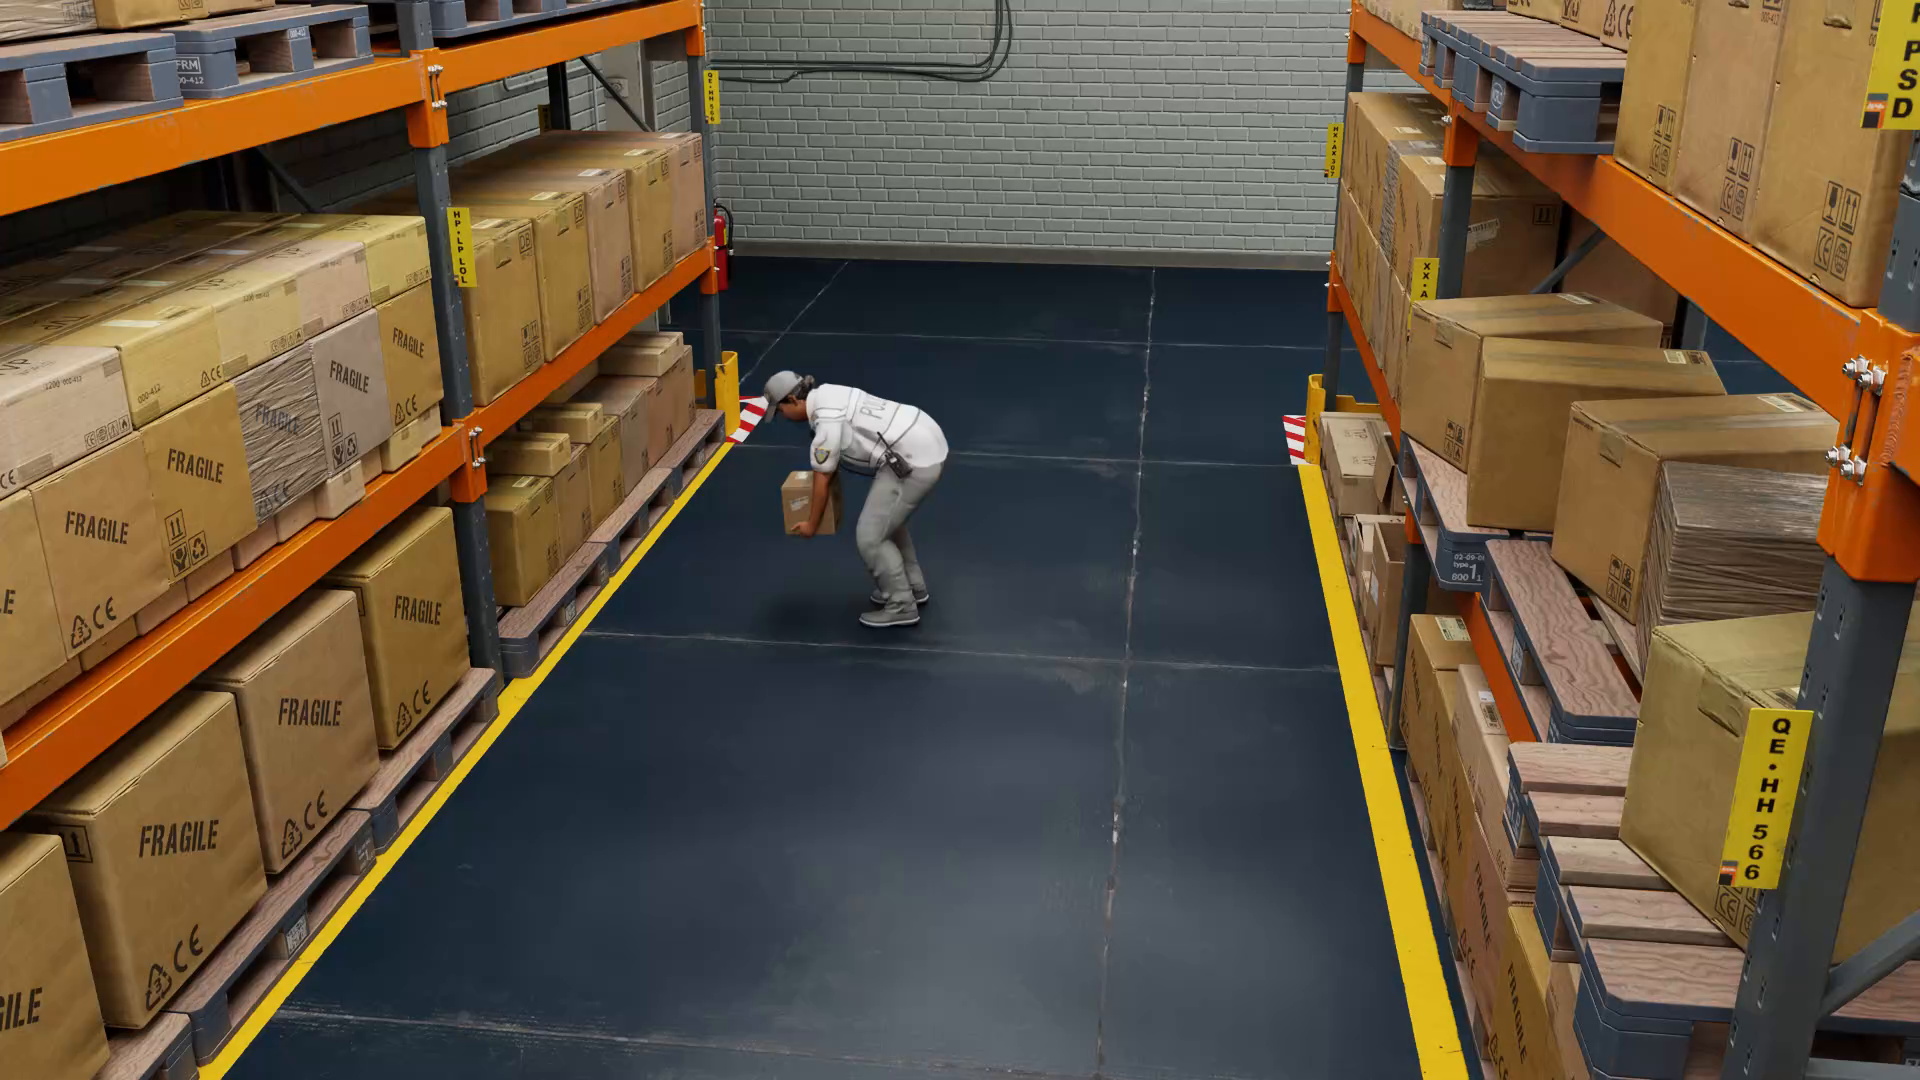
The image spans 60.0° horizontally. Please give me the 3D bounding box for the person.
[{"bbox_3d":[-0.504,-0.221,8.219,0.892,1.256,0.475,2,21,5],"label":"person"}]
